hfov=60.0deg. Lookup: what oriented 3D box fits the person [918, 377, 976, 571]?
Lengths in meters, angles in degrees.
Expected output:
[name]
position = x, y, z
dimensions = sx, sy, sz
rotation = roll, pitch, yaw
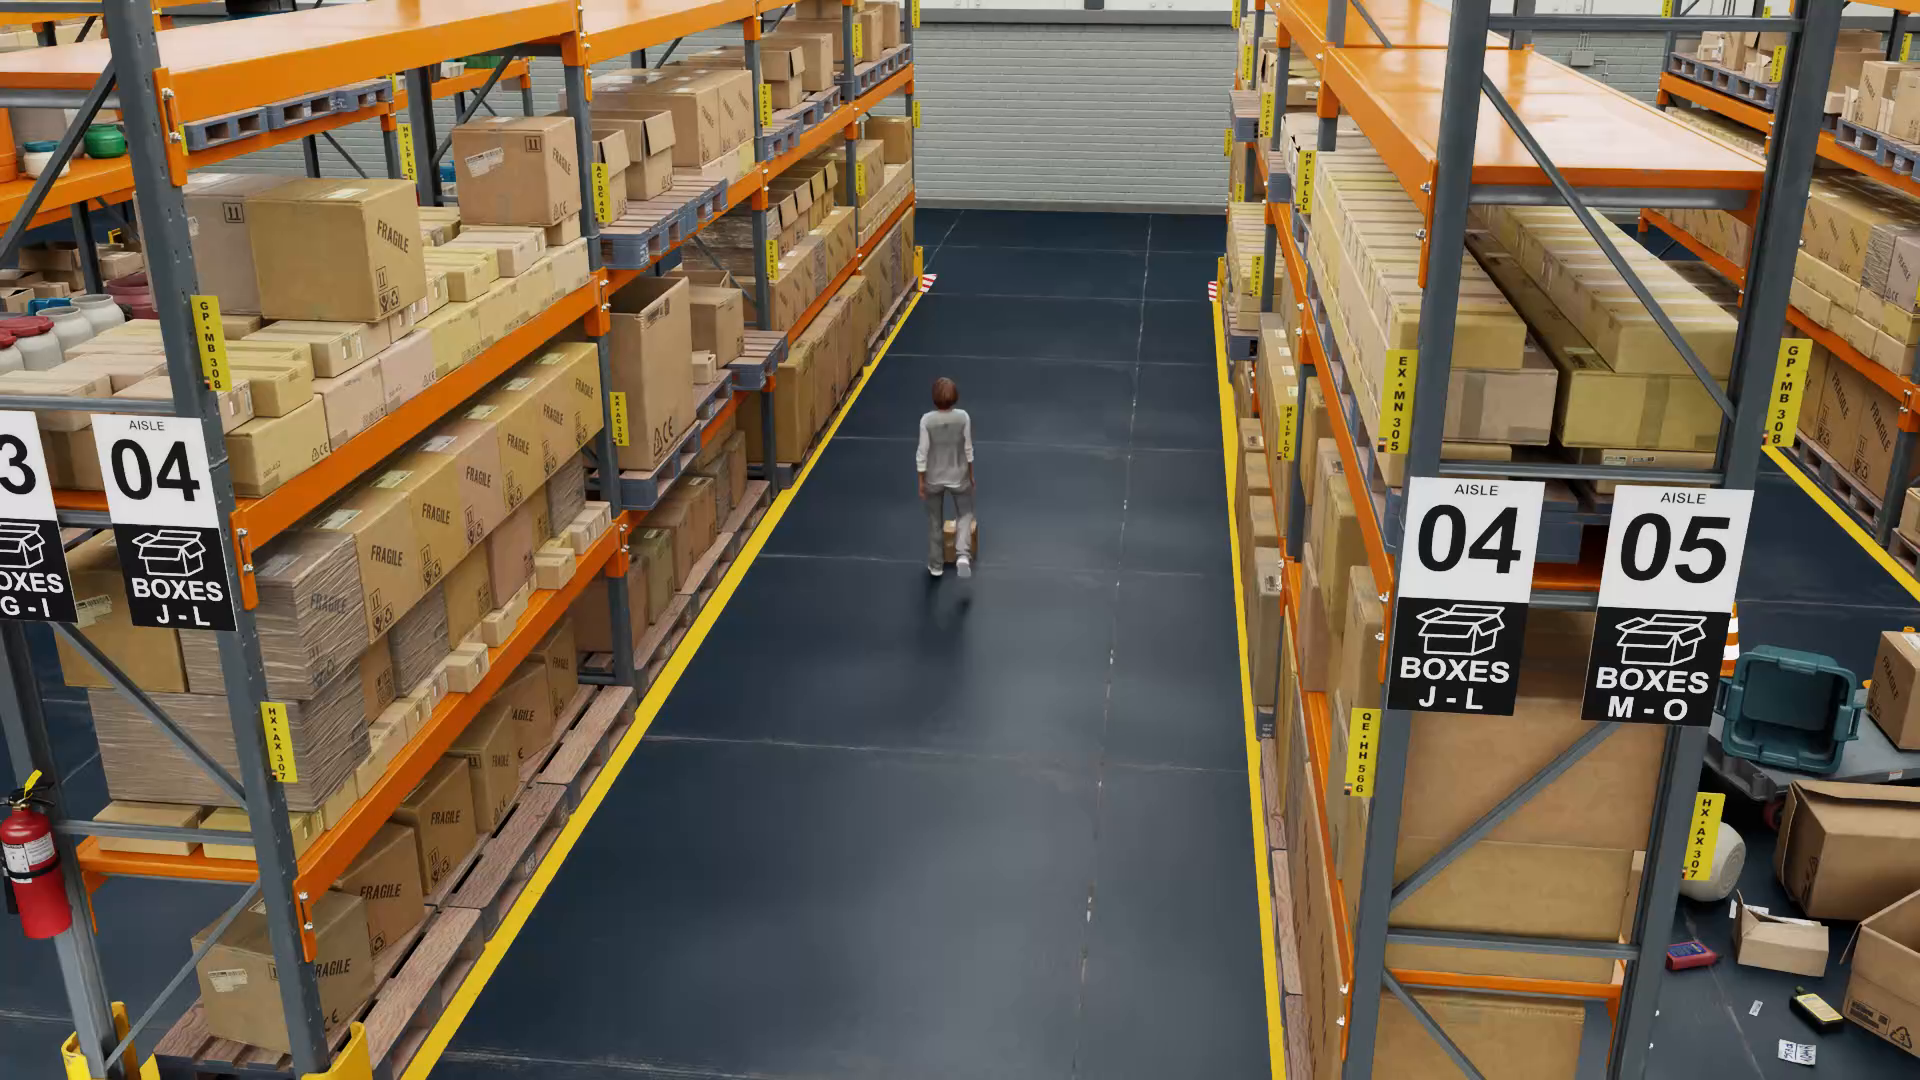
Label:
[person]
position = -0.093, -0.450, 12.106
dimensions = 0.430, 1.528, 0.473
rotation = -1, 22, -3
